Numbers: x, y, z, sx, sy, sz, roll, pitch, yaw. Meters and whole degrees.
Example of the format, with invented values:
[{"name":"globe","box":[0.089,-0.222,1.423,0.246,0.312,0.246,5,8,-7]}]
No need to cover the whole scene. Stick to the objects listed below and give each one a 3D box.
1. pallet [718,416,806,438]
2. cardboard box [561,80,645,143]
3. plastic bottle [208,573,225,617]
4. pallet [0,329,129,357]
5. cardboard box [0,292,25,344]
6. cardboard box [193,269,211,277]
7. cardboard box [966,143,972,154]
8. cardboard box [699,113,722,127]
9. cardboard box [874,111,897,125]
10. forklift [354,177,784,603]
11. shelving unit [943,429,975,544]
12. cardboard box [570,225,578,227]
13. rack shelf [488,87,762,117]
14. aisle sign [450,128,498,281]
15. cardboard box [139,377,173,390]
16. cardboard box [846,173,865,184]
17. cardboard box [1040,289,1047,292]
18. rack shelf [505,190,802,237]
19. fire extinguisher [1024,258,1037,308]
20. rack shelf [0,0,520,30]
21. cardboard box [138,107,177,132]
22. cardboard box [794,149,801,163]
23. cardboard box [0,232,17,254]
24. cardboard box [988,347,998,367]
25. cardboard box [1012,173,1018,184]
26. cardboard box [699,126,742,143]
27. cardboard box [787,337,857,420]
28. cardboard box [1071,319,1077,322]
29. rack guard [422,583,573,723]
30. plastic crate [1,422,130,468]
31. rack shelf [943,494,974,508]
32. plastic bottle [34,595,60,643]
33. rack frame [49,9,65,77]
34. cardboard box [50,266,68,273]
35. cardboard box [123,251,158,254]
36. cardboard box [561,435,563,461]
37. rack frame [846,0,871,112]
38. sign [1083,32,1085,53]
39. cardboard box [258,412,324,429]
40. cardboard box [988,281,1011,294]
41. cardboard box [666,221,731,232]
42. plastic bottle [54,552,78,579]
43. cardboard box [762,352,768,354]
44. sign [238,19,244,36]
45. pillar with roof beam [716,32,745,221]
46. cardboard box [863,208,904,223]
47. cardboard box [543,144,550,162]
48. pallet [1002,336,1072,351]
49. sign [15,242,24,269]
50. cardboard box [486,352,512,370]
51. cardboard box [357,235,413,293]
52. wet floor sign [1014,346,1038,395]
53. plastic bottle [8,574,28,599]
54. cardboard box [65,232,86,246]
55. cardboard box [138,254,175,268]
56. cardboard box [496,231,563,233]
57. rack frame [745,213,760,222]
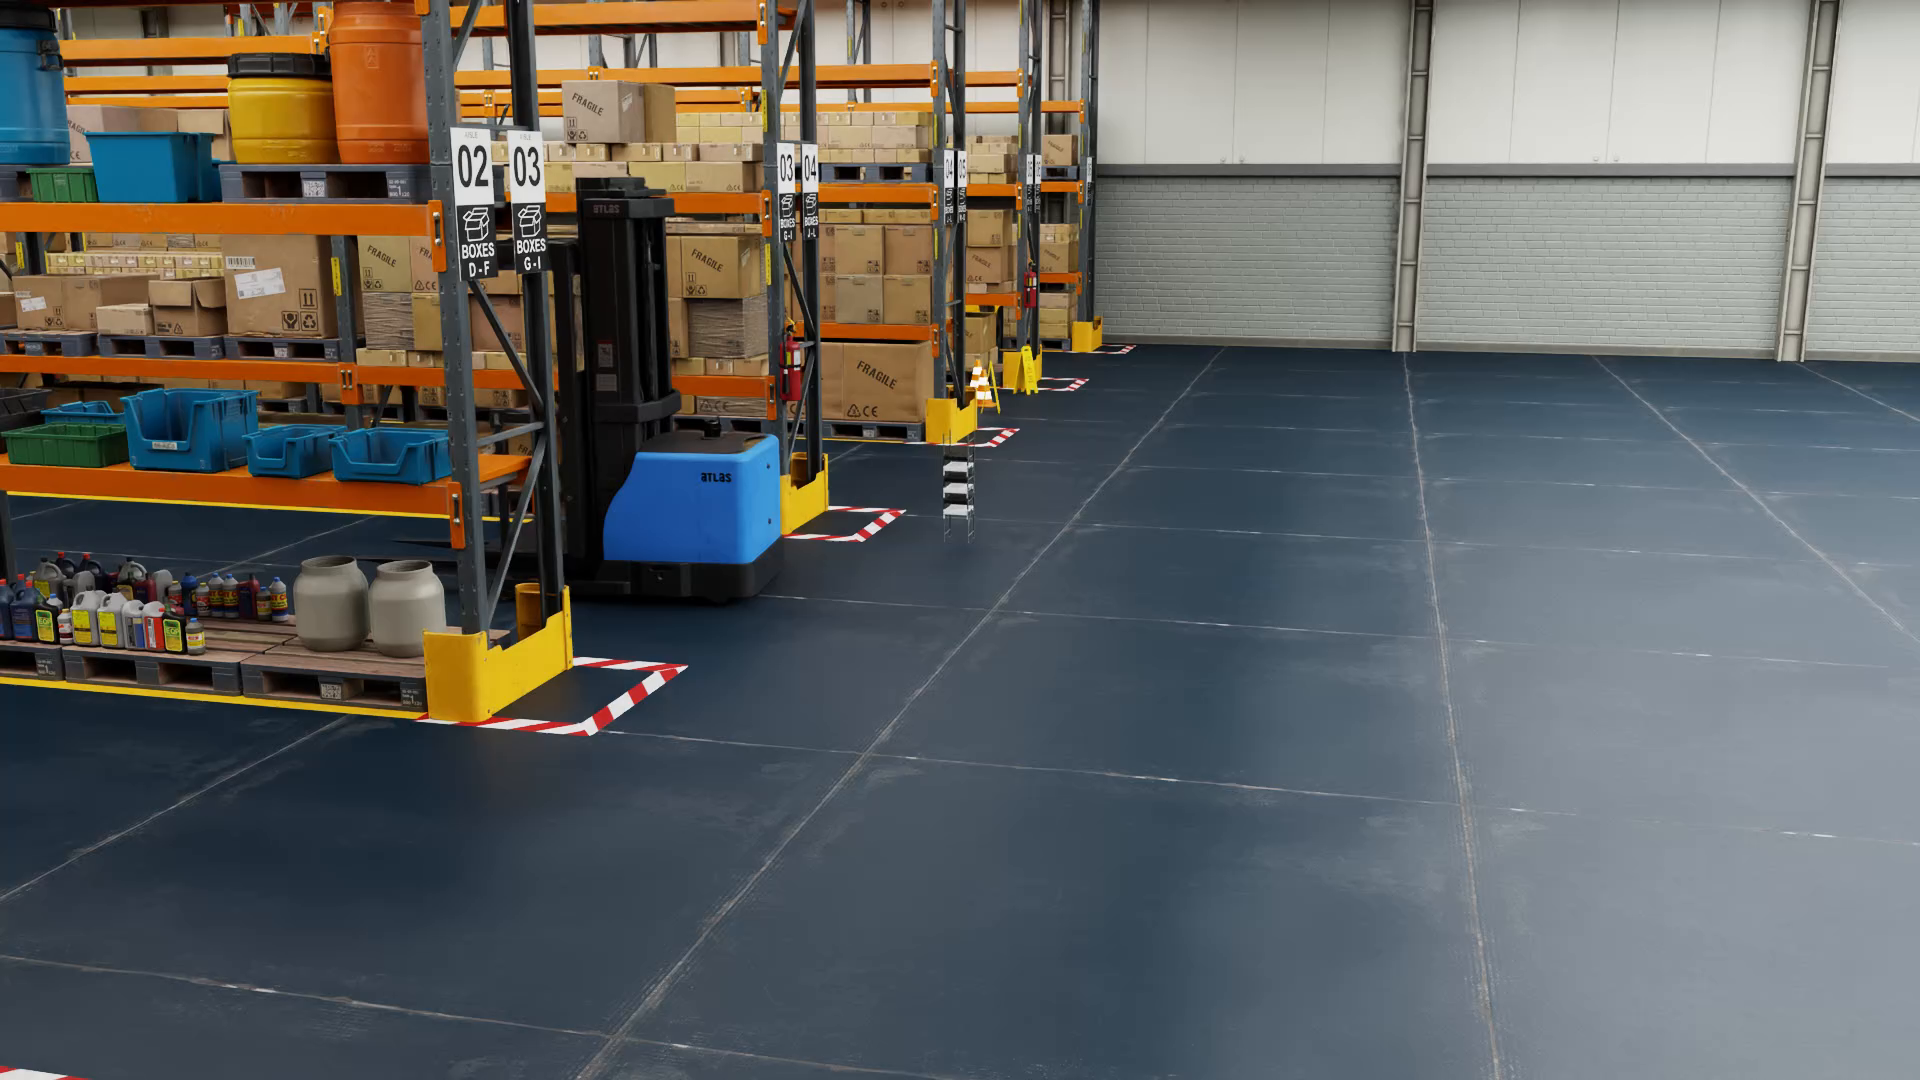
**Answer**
[{"name":"pallet","box":[-2.092,-1.396,19.538,1.213,0.211,1.003,3,13,14]},{"name":"cardboard box","box":[-2.968,-3.560,13.859,0.500,0.500,0.500,3,13,14]},{"name":"plastic bottle","box":[-4.704,0.345,10.535,0.097,0.271,0.097,0,13,0]},{"name":"pallet","box":[-8.452,-1.938,15.985,1.003,0.211,1.213,3,13,14]},{"name":"cardboard box","box":[-9.576,-2.177,16.390,0.500,0.500,0.500,3,13,15]},{"name":"cardboard box","box":[-9.230,-3.281,20.520,0.250,0.149,0.380,3,13,14]},{"name":"cardboard box","box":[0.080,-5.432,23.106,0.250,0.149,0.380,3,13,13]},{"name":"cardboard box","box":[-2.737,-4.718,18.687,0.250,0.149,0.380,3,13,14]},{"name":"cardboard box","box":[-0.766,-4.613,18.212,0.250,0.149,0.380,3,13,14]},{"name":"forklift","box":[-2.881,-1.109,11.966,3.031,2.935,1.130,2,13,7]},{"name":"shelving unit","box":[-0.008,-0.440,13.638,0.210,0.900,0.258,3,13,14]},{"name":"cardboard box","box":[-5.782,-4.539,25.381,0.500,0.500,0.500,3,13,13]},{"name":"rack shelf","box":[-4.853,-6.408,24.426,4.000,0.370,1.077,3,13,14]},{"name":"aisle sign","box":[-2.590,-1.792,8.884,0.004,0.787,0.394,3,13,14]},{"name":"cardboard box","box":[-10.086,-2.130,21.212,0.500,0.500,0.500,3,13,15]},{"name":"cardboard box","box":[-1.437,-5.111,23.499,0.250,0.149,0.380,3,13,12]},{"name":"cardboard box","box":[1.250,-4.199,28.806,0.500,0.250,0.500,3,13,14]},{"name":"rack shelf","box":[-3.344,-2.848,14.379,4.000,0.370,1.077,3,13,14]},{"name":"fire extinguisher","box":[0.973,-3.574,23.096,0.183,0.674,0.296,3,13,14]},{"name":"rack shelf","box":[-4.531,-3.075,9.403,4.000,0.370,1.077,3,13,14]},{"name":"cardboard box","box":[-7.669,-3.778,15.525,0.500,0.500,0.500,3,13,14]},{"name":"cardboard box","box":[-1.753,-4.276,18.536,0.250,0.149,0.380,3,13,14]},{"name":"cardboard box","box":[-12.287,-3.941,21.345,0.500,0.500,0.500,3,13,12]},{"name":"cardboard box","box":[0.255,-2.677,24.254,0.500,0.250,0.500,3,13,13]},{"name":"cardboard box","box":[0.728,-5.142,23.639,0.250,0.149,0.380,3,13,14]},{"name":"cardboard box","box":[-2.611,-4.530,18.760,0.500,0.250,0.500,3,13,13]},{"name":"cardboard box","box":[-1.645,-1.903,19.320,0.875,0.875,0.875,3,13,13]},{"name":"cardboard box","box":[1.728,-3.688,28.809,0.500,0.250,0.500,3,13,14]},{"name":"rack guard","box":[-2.674,0.637,9.708,0.348,0.500,1.175,3,13,14]},{"name":"plastic crate","box":[-5.222,-0.563,9.837,0.662,0.188,0.450,3,13,14]},{"name":"rack shelf","box":[-0.008,-0.319,13.665,0.200,0.077,0.258,3,13,14]},{"name":"plastic bottle","box":[-5.455,0.471,9.942,0.133,0.283,0.061,4,13,16]},{"name":"rack frame","box":[-11.766,-6.220,20.993,0.127,3.000,1.000,3,13,14]},{"name":"cardboard box","box":[-11.242,-3.389,21.005,0.250,0.149,0.380,3,13,12]},{"name":"cardboard box","box":[-10.563,-3.643,21.466,0.250,0.149,0.380,3,13,13]},{"name":"cardboard box","box":[-3.196,-0.712,14.817,0.500,0.500,0.500,4,13,19]},{"name":"rack frame","box":[-1.726,-7.895,28.543,0.127,3.000,1.000,3,13,14]},{"name":"sign","box":[2.014,-8.069,26.986,0.005,0.325,0.100,3,13,14]},{"name":"cardboard box","box":[-6.335,-0.898,15.611,0.500,0.500,0.700,3,13,13]},{"name":"cardboard box","box":[0.558,-3.566,23.463,0.250,0.149,0.380,4,13,15]},{"name":"cardboard box","box":[-3.087,-3.446,19.501,0.550,0.550,0.875,3,13,14]},{"name":"plastic bottle","box":[-5.778,0.255,10.761,0.185,0.351,0.144,3,13,12]},{"name":"cardboard box","box":[-1.622,-1.573,14.478,0.250,0.149,0.380,3,13,14]},{"name":"sign","box":[-10.835,-7.684,25.070,0.005,0.325,0.100,3,13,14]},{"name":"pillar with roof beam","box":[-5.159,-7.319,25.947,0.400,9.000,9.100,3,13,14]},{"name":"cardboard box","box":[-1.037,-4.465,23.708,0.500,0.500,0.700,3,13,13]},{"name":"cardboard box","box":[-3.511,-3.276,14.077,0.250,0.149,0.380,3,13,15]},{"name":"pallet","box":[1.405,-3.428,28.698,1.213,0.211,1.003,3,13,14]},{"name":"sign","box":[-11.889,-3.599,21.033,0.005,0.325,0.100,3,13,14]},{"name":"cardboard box","box":[-3.930,-1.582,14.517,0.250,0.149,0.380,3,13,14]},{"name":"cardboard box","box":[-4.910,-2.444,14.596,0.500,0.500,0.500,3,13,14]},{"name":"wet floor sign","box":[0.900,-2.330,22.748,0.232,0.644,0.267,8,15,33]},{"name":"plastic bottle","box":[-5.754,0.381,10.193,0.185,0.351,0.144,3,13,14]},{"name":"cardboard box","box":[-14.164,-4.997,26.792,0.500,0.500,0.500,3,13,12]},{"name":"cardboard box","box":[-9.976,-3.467,20.671,0.250,0.149,0.380,3,13,15]},{"name":"cardboard box","box":[-3.812,-2.503,14.865,0.500,0.500,0.500,3,13,14]},{"name":"rack frame","box":[-2.911,-3.922,24.487,0.127,3.000,1.000,3,13,14]}]
